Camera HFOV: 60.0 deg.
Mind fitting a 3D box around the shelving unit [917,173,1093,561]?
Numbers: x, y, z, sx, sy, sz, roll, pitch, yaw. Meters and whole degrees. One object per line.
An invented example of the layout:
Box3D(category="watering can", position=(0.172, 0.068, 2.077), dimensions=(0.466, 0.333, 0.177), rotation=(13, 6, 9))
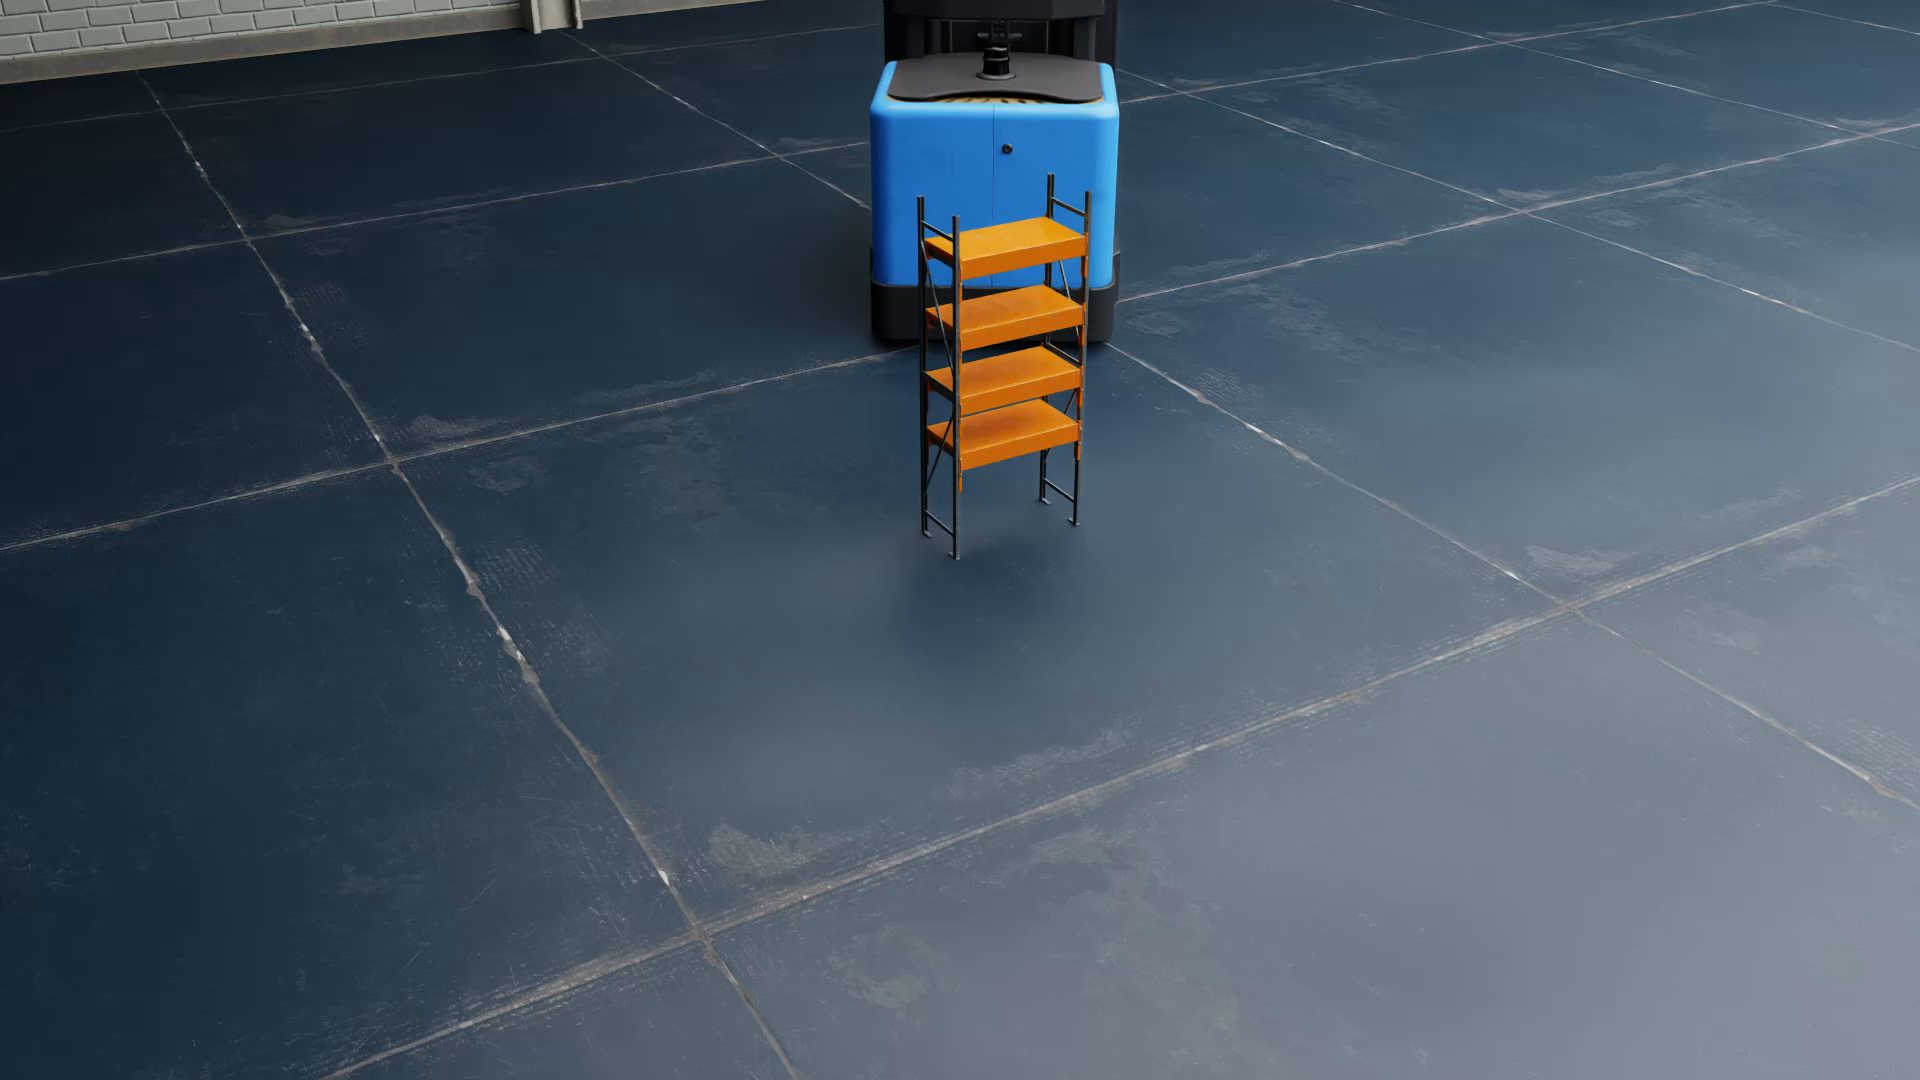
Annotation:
Box3D(category="shelving unit", position=(0.143, -0.566, 5.534), dimensions=(0.503, 1.200, 0.258), rotation=(-16, 33, -26))

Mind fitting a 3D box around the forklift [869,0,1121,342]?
Box3D(category="forklift", position=(0.200, -2.809, 7.806), dimensions=(1.130, 2.935, 3.031), rotation=(1, 29, 2))

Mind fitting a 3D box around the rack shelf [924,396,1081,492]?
Box3D(category="rack shelf", position=(0.143, -0.333, 5.662), dimensions=(0.480, 0.148, 0.258), rotation=(-16, 33, -26))

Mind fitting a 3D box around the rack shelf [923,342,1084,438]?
Box3D(category="rack shelf", position=(0.143, -0.507, 5.566), dimensions=(0.480, 0.148, 0.258), rotation=(-16, 33, -26))

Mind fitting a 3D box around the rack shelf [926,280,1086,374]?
Box3D(category="rack shelf", position=(0.143, -0.703, 5.458), dimensions=(0.480, 0.148, 0.258), rotation=(-16, 33, -26))

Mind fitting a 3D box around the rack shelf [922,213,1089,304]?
Box3D(category="rack shelf", position=(0.143, -0.910, 5.344), dimensions=(0.480, 0.148, 0.258), rotation=(-16, 33, -26))

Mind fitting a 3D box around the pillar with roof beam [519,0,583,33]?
Box3D(category="pillar with roof beam", position=(-1.013, -6.168, 7.613), dimensions=(0.400, 9.000, 9.100), rotation=(-16, 33, -26))

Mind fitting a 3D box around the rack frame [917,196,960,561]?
Box3D(category="rack frame", position=(-0.068, -0.506, 5.425), dimensions=(0.015, 1.200, 0.240), rotation=(-16, 33, -26))

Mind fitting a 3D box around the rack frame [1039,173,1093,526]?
Box3D(category="rack frame", position=(0.353, -0.626, 5.642), dimensions=(0.015, 1.200, 0.240), rotation=(-16, 33, -26))
